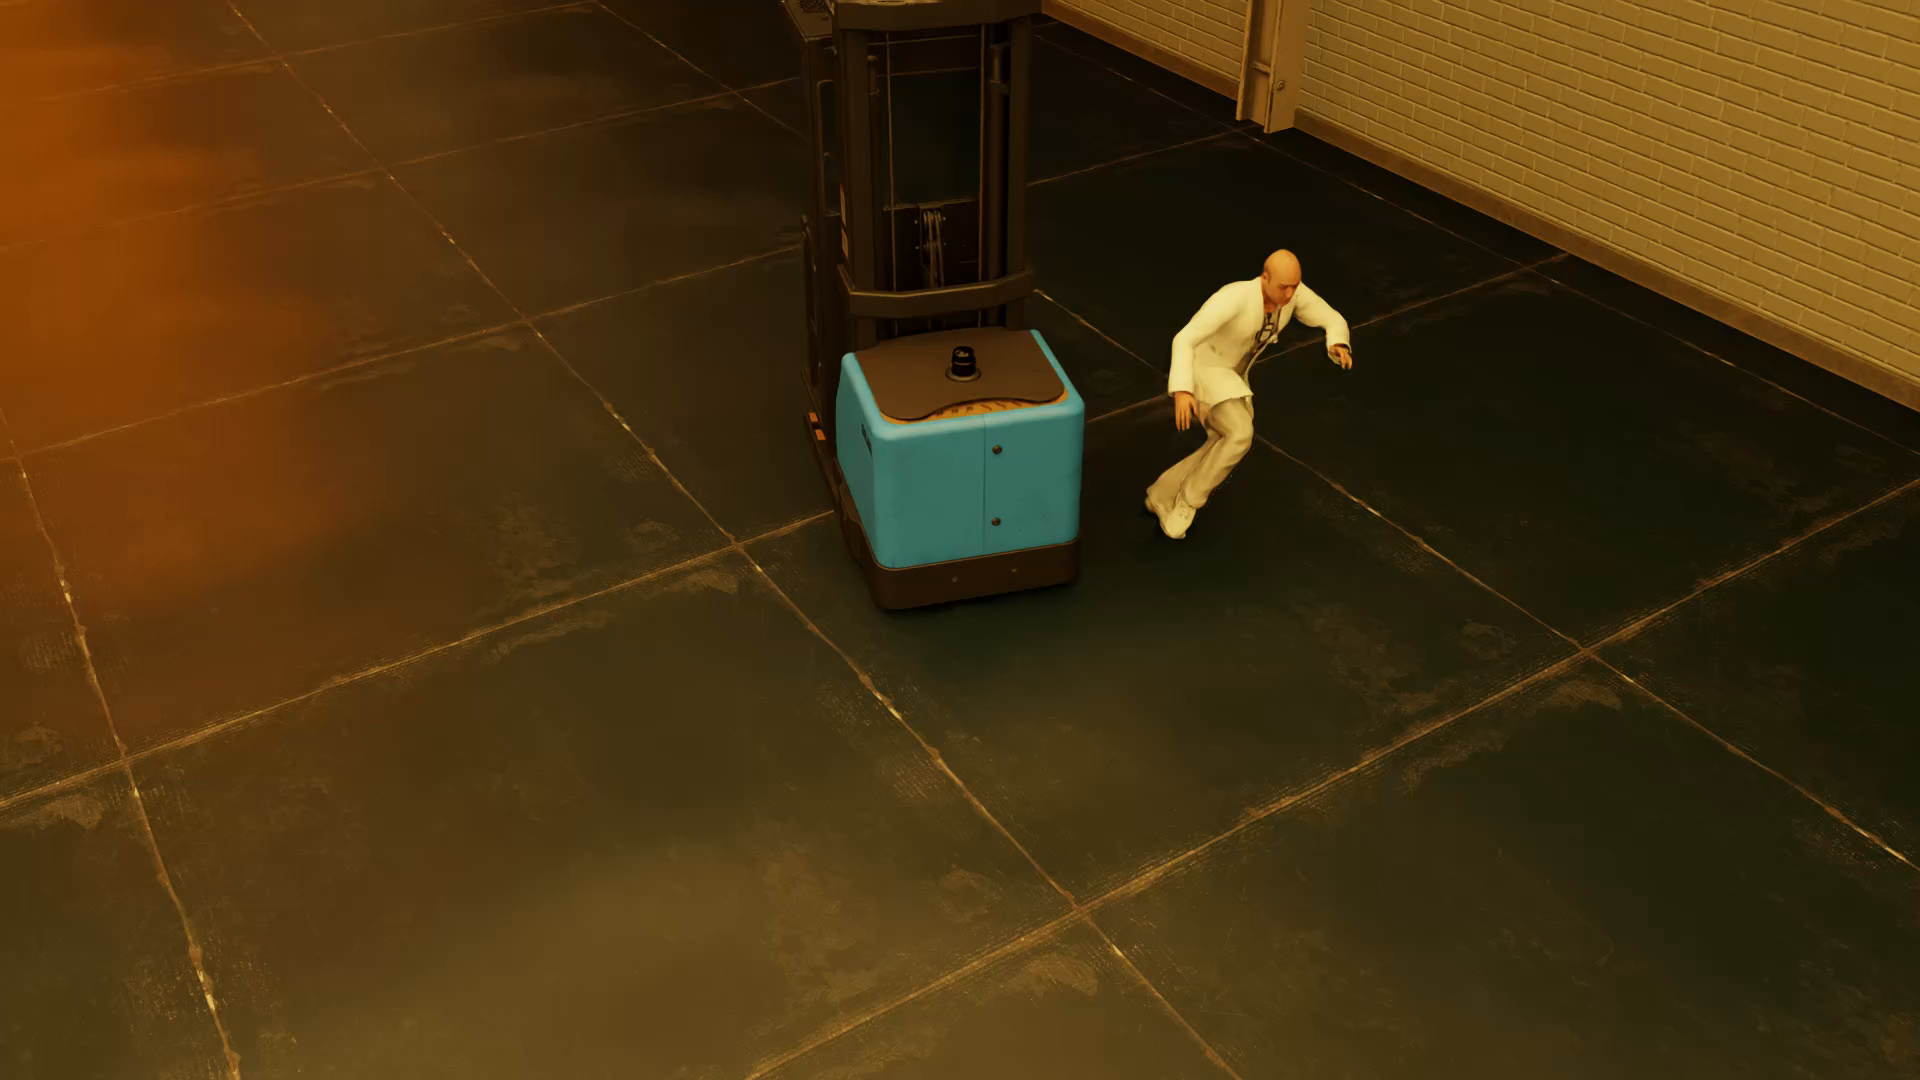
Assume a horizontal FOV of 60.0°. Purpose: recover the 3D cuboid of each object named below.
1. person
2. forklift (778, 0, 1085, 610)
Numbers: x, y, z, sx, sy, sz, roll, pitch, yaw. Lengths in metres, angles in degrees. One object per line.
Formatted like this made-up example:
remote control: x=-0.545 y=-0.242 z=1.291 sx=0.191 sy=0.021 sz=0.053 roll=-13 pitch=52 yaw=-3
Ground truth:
person: x=1.460 y=-0.723 z=8.415 sx=1.018 sy=1.543 sz=0.915 roll=-27 pitch=43 yaw=-33
forklift: x=-0.268 y=-1.706 z=8.576 sx=1.130 sy=2.935 sz=3.031 roll=-9 pitch=36 yaw=-12
